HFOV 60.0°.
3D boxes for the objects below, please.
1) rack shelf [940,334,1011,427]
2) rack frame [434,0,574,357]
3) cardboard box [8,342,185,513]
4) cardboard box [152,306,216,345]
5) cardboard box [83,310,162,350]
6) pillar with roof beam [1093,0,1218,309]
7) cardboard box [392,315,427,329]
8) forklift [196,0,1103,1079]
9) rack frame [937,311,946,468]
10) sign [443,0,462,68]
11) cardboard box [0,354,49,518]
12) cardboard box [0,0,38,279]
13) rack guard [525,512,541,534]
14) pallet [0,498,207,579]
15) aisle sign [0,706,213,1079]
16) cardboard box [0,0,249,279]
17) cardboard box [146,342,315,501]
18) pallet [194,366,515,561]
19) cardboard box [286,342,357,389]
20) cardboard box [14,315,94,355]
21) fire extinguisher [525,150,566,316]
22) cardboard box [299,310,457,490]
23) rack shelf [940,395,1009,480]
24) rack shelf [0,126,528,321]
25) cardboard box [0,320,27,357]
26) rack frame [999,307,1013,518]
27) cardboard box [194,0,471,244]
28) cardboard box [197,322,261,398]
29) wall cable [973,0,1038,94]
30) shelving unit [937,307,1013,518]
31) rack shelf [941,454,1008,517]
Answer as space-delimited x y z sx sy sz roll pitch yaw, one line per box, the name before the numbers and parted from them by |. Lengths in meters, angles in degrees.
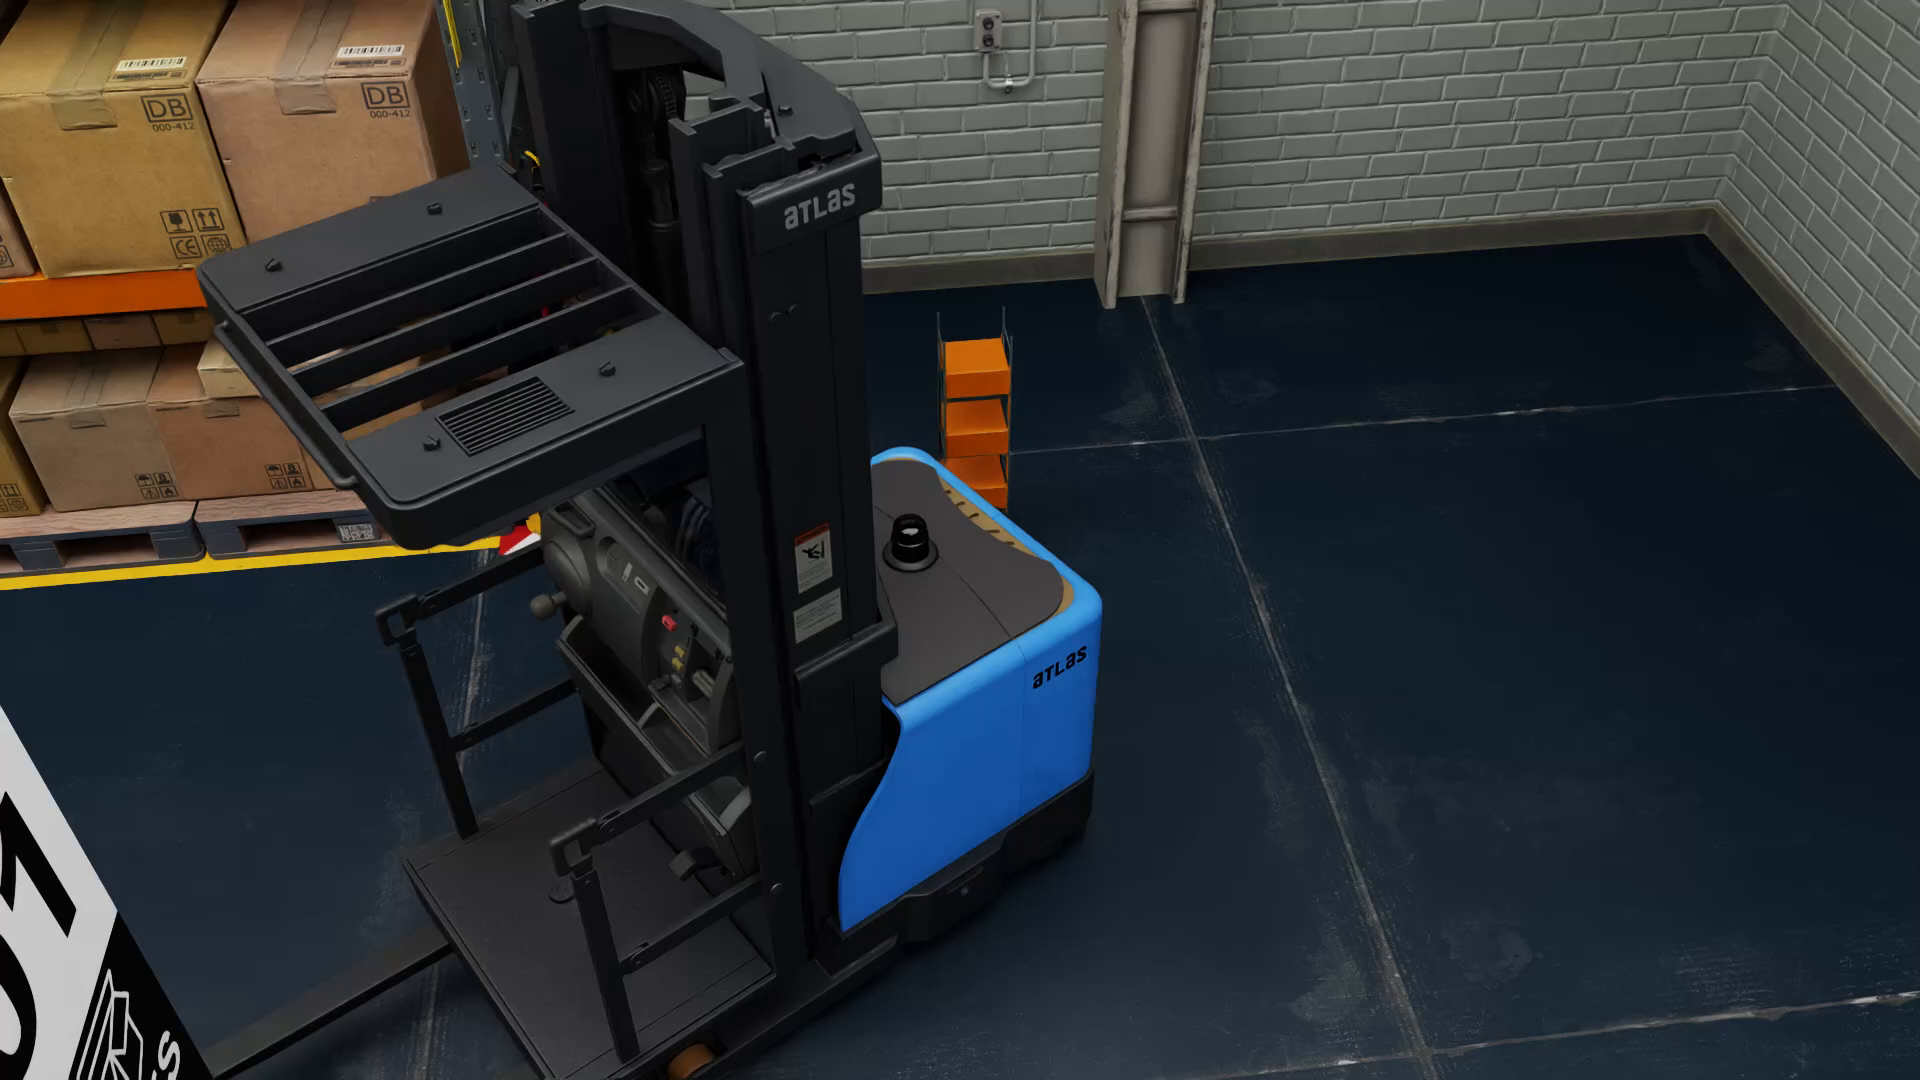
rack shelf | 0.053 -0.597 6.221 0.240 0.259 0.215 -5 42 -6
rack frame | -1.696 -1.533 6.210 0.127 3.000 1.000 -5 42 -6
cardboard box | -3.372 -0.546 6.669 0.500 0.500 0.700 -6 42 -7
cardboard box | -3.030 -0.953 6.635 0.250 0.149 0.380 -5 42 -5
cardboard box | -3.282 -0.930 6.610 0.250 0.149 0.380 -4 42 -5
pillar with roof beam | 1.427 -1.711 1.928 0.400 9.000 9.100 -5 42 -6
cardboard box | -2.279 -1.018 6.708 0.250 0.149 0.380 -5 42 -5
forklift | -1.023 0.241 4.295 3.031 2.935 1.130 -28 49 -28
rack frame | -0.068 -0.384 6.392 0.008 1.050 0.200 -5 42 -6
sign | -1.639 -1.690 5.342 0.005 0.325 0.100 -5 42 -6
cardboard box | -3.900 -0.495 6.612 0.500 0.500 0.700 -4 42 -5
cardboard box | -3.678 -1.463 5.909 0.700 0.700 0.980 -7 43 -8
rack guard | -1.672 -0.607 7.050 0.348 0.500 1.175 -5 42 -6
pallet | -3.686 -0.273 6.895 1.213 0.211 1.003 -5 42 -6
aisle sign | -1.021 0.590 1.916 0.004 0.787 0.394 -5 42 -6
cardboard box | -2.920 -1.523 5.975 0.700 0.700 0.980 -5 42 -6
cardboard box | -2.873 -0.590 6.718 0.500 0.500 0.700 -5 42 -6
pallet | -2.479 -0.376 7.010 1.213 0.211 1.003 -5 42 -6
cardboard box | -2.481 -0.743 6.402 0.250 0.149 0.380 -5 42 -6
cardboard box | -3.536 -0.907 6.585 0.250 0.149 0.380 -5 42 -5
fire extinguisher | -1.487 -1.073 6.036 0.183 0.674 0.296 -5 42 -6
cardboard box | -2.377 -0.634 6.766 0.500 0.500 0.700 -5 42 -6
rack shelf | 0.053 -0.387 6.411 0.240 0.259 0.215 -5 42 -6
rack shelf | -3.679 -1.093 6.259 4.000 0.370 1.077 -5 42 -6
cardboard box | -3.787 -0.886 6.561 0.250 0.149 0.380 -6 42 -6
rack frame | 0.174 -0.405 6.415 0.008 1.050 0.200 -5 42 -6
cardboard box | -2.200 -1.594 6.054 0.700 0.700 0.980 -3 42 -4
cardboard box | -2.734 -0.720 6.377 0.250 0.149 0.380 -4 42 -4
wall cable | -0.549 -2.650 6.690 1.851 1.984 0.084 -5 42 -6
shelving unit | 0.053 -0.394 6.404 0.252 1.050 0.215 -5 42 -6
rack shelf | 0.053 -0.180 6.597 0.240 0.259 0.215 -5 42 -6
